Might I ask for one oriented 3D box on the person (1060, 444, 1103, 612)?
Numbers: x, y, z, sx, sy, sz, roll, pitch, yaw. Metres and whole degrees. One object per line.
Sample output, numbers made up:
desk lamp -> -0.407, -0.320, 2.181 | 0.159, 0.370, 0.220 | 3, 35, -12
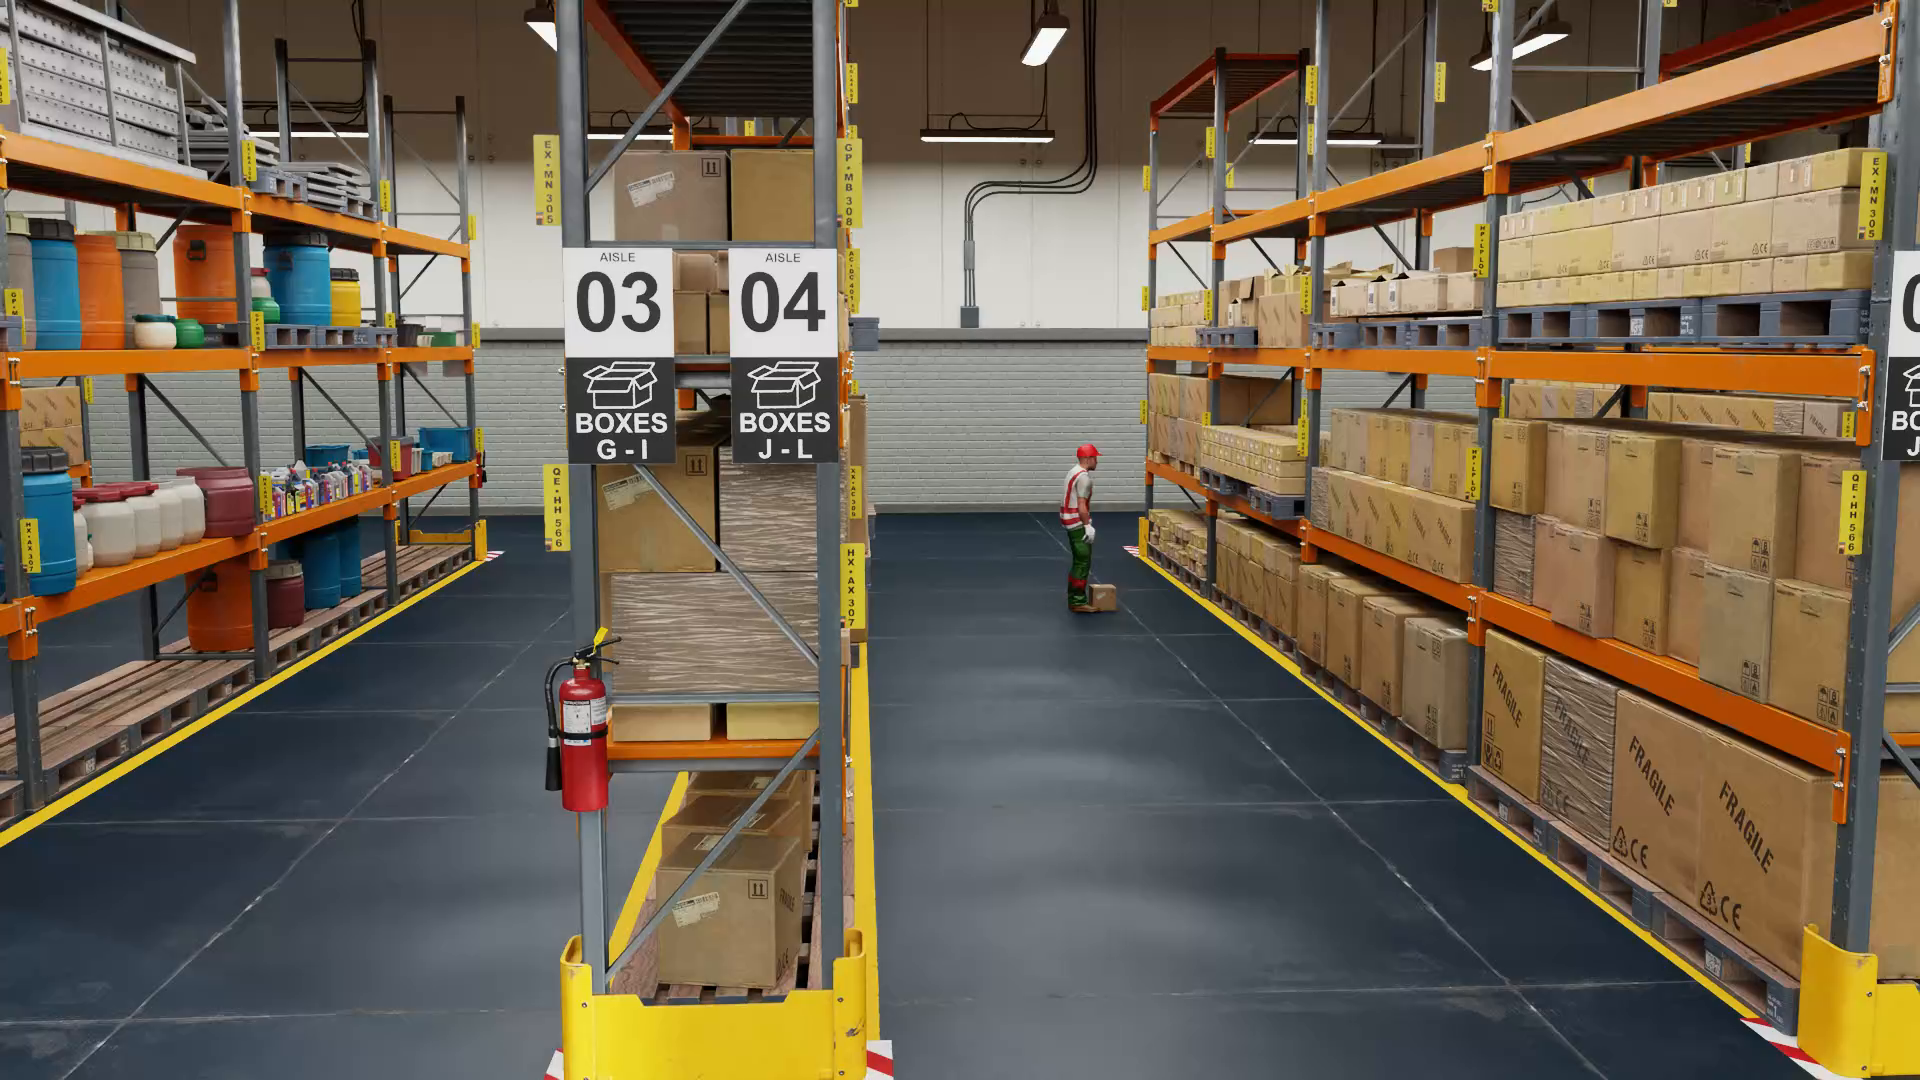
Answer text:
person -> 1.307, -0.137, 17.828 | 0.445, 1.781, 0.621 | -1, 7, -7
